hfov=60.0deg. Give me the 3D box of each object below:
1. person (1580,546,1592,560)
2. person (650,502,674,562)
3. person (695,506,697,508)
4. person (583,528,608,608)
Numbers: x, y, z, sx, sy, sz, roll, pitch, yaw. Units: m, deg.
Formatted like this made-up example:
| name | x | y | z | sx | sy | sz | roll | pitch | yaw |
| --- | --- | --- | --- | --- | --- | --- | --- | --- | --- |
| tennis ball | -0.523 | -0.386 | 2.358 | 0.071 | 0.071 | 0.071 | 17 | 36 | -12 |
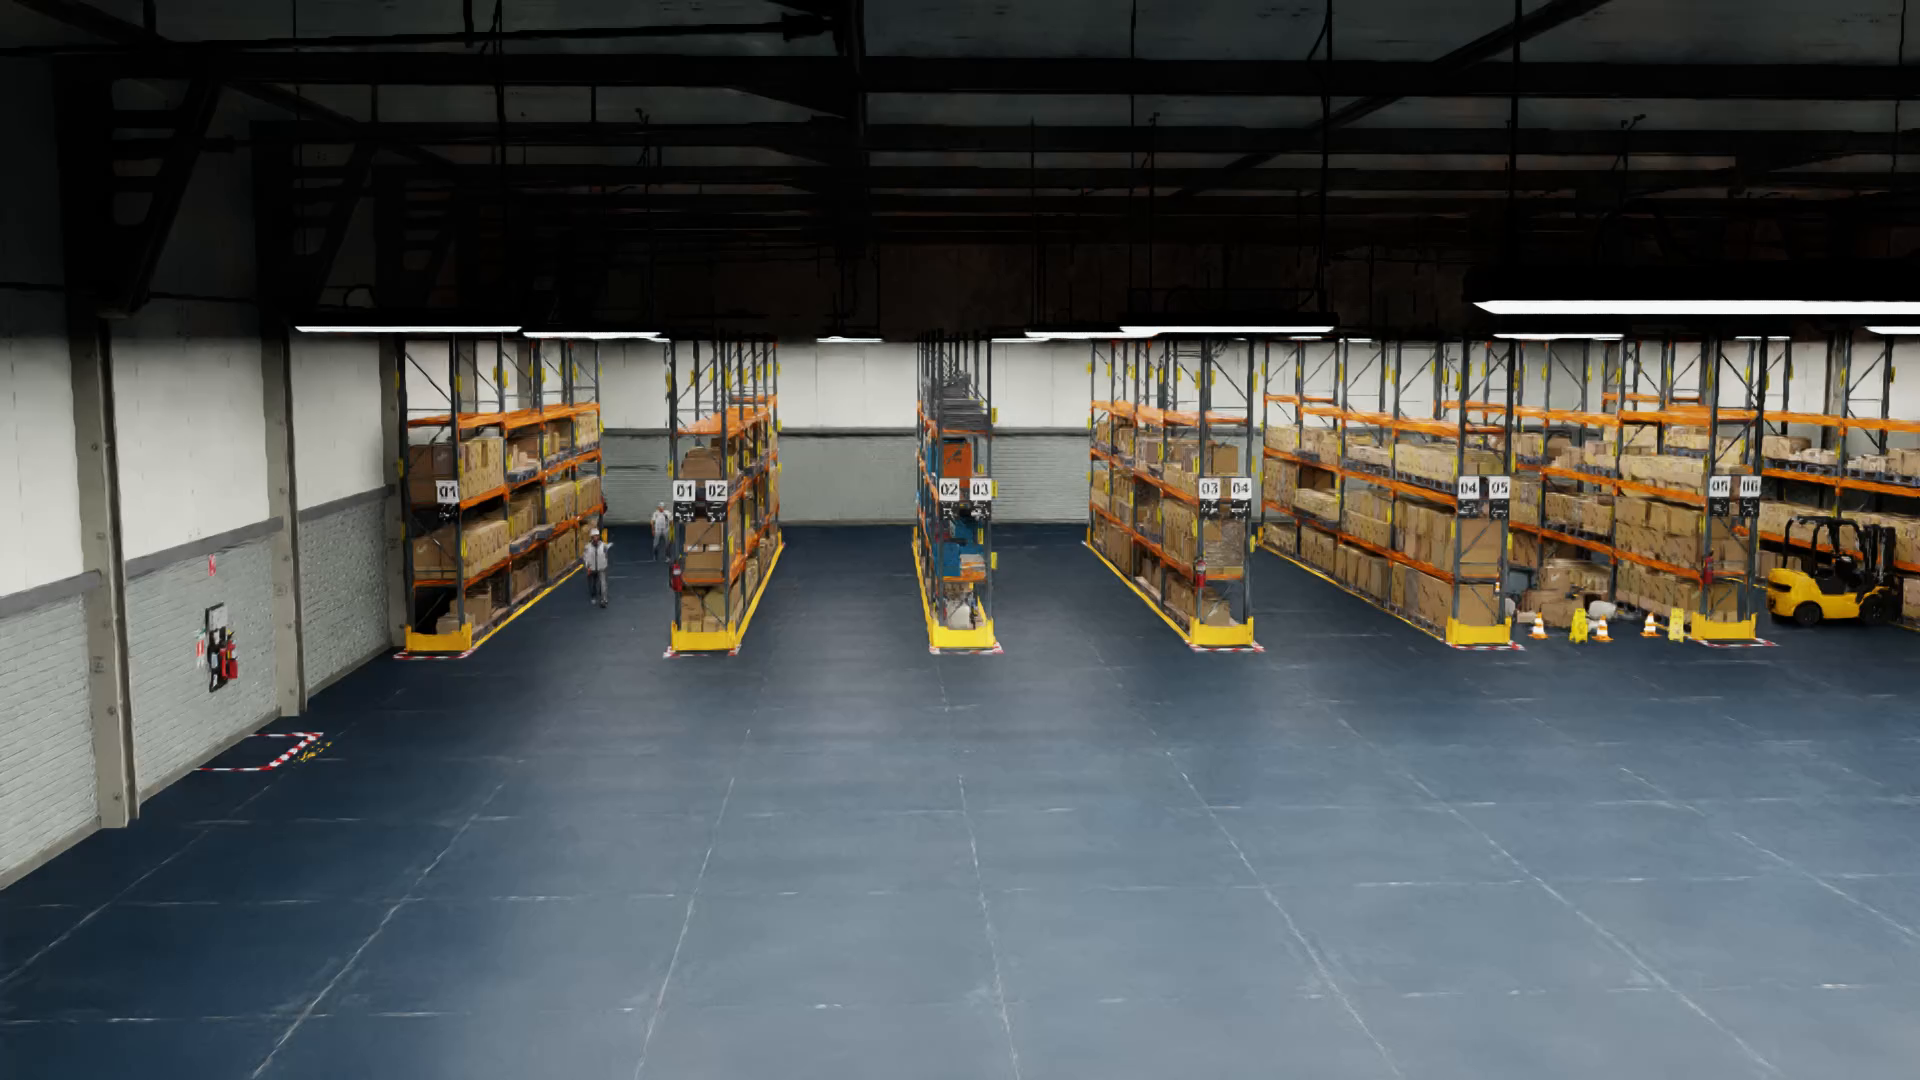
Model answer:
| name | x | y | z | sx | sy | sz | roll | pitch | yaw |
| --- | --- | --- | --- | --- | --- | --- | --- | --- | --- |
| person | 16.018 | -0.145 | 42.457 | 0.444 | 1.717 | 0.581 | -5 | 8 | -34 |
| person | -7.829 | -0.212 | 43.693 | 0.625 | 1.607 | 0.575 | -1 | 7 | -5 |
| person | -8.027 | -1.077 | 50.302 | 0.615 | 1.766 | 0.620 | -5 | 9 | -38 |
| person | -7.936 | 0.596 | 36.247 | 0.538 | 1.715 | 1.029 | -1 | 7 | -11 |
